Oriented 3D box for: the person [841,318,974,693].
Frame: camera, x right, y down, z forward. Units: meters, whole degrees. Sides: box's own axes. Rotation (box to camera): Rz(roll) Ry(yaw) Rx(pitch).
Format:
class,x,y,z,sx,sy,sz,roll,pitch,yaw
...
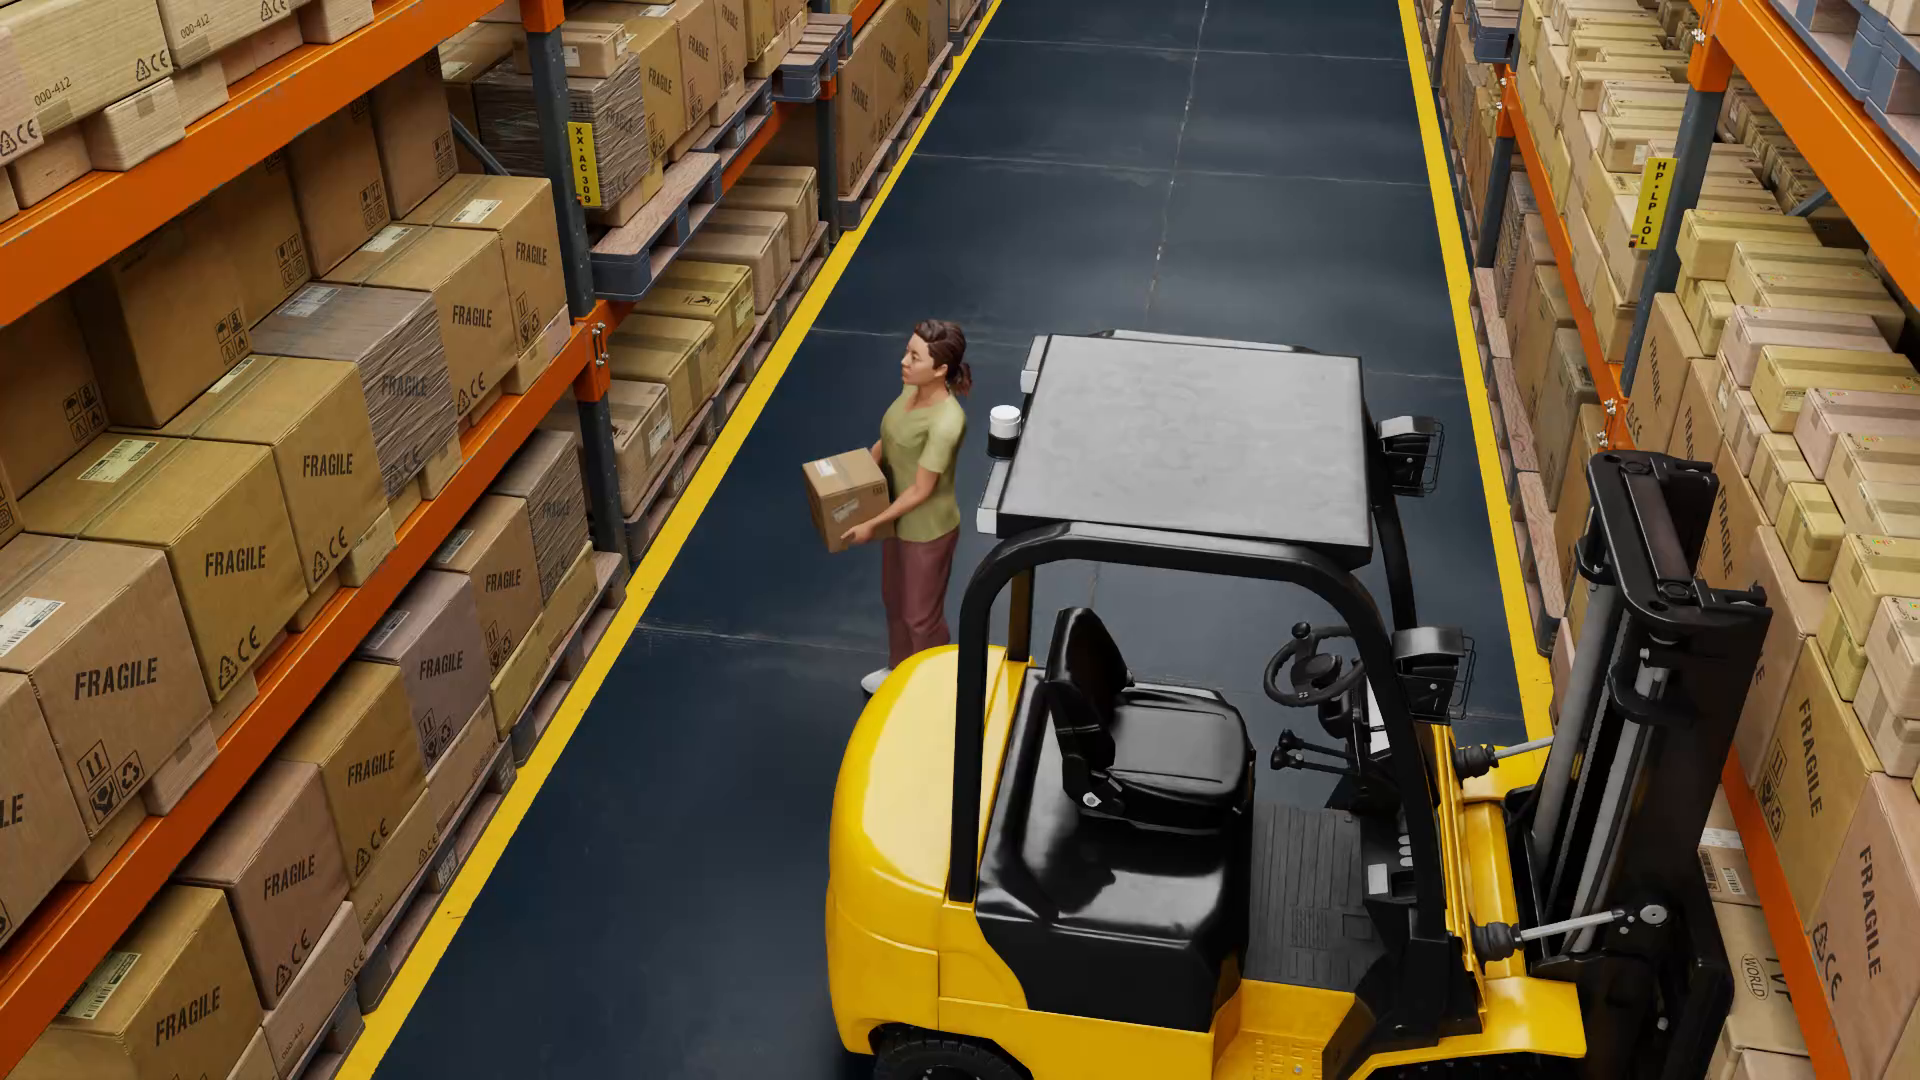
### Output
class,x,y,z,sx,sy,sz,roll,pitch,yaw
person,-0.211,-0.042,6.207,0.550,1.671,0.435,-11,34,-16
